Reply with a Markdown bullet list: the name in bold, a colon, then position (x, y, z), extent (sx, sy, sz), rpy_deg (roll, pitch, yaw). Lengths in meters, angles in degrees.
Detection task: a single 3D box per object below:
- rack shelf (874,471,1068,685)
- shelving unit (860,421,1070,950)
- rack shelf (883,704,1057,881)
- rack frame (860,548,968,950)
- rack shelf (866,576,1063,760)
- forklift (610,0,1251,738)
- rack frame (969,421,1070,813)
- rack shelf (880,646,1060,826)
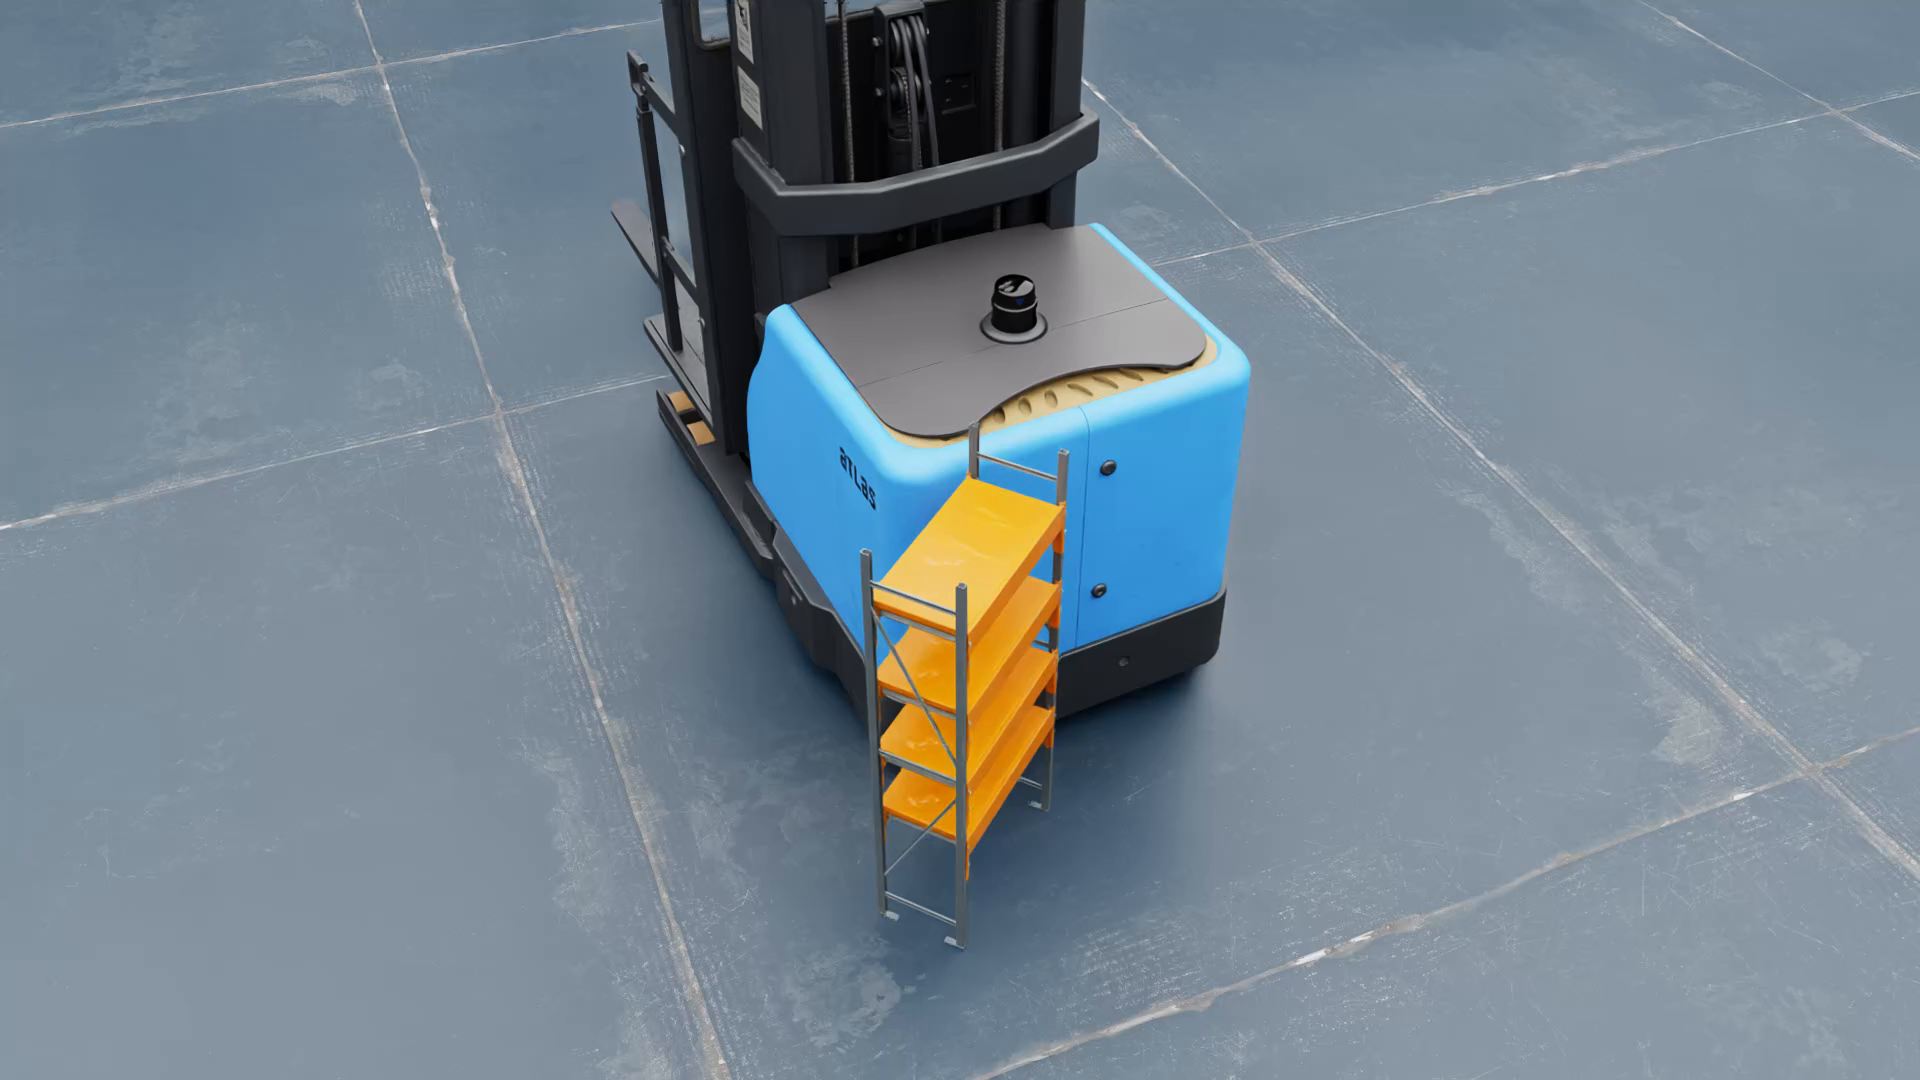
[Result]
- **rack shelf**: position (0.018, 0.072, 3.643), extent (0.258, 0.148, 0.480), rpy_deg (19, 44, 20)
- **shelving unit**: position (0.018, 0.370, 3.899), extent (0.258, 1.200, 0.503), rpy_deg (19, 44, 20)
- **rack shelf**: position (0.018, 0.572, 4.073), extent (0.258, 0.148, 0.480), rpy_deg (19, 44, 20)
- **rack frame**: position (-0.094, 0.512, 3.735), extent (0.240, 1.200, 0.015), rpy_deg (19, 44, 20)
- **rack shelf**: position (0.018, 0.252, 3.797), extent (0.258, 0.148, 0.480), rpy_deg (19, 44, 20)
- **forklift**: position (-0.367, -1.461, 4.701), extent (1.130, 2.935, 3.031), rpy_deg (-18, 44, -20)
- **rack frame**: position (0.130, 0.229, 4.064), extent (0.240, 1.200, 0.015), rpy_deg (19, 44, 20)
- **rack shelf**: position (0.018, 0.421, 3.943), extent (0.258, 0.148, 0.480), rpy_deg (19, 44, 20)
